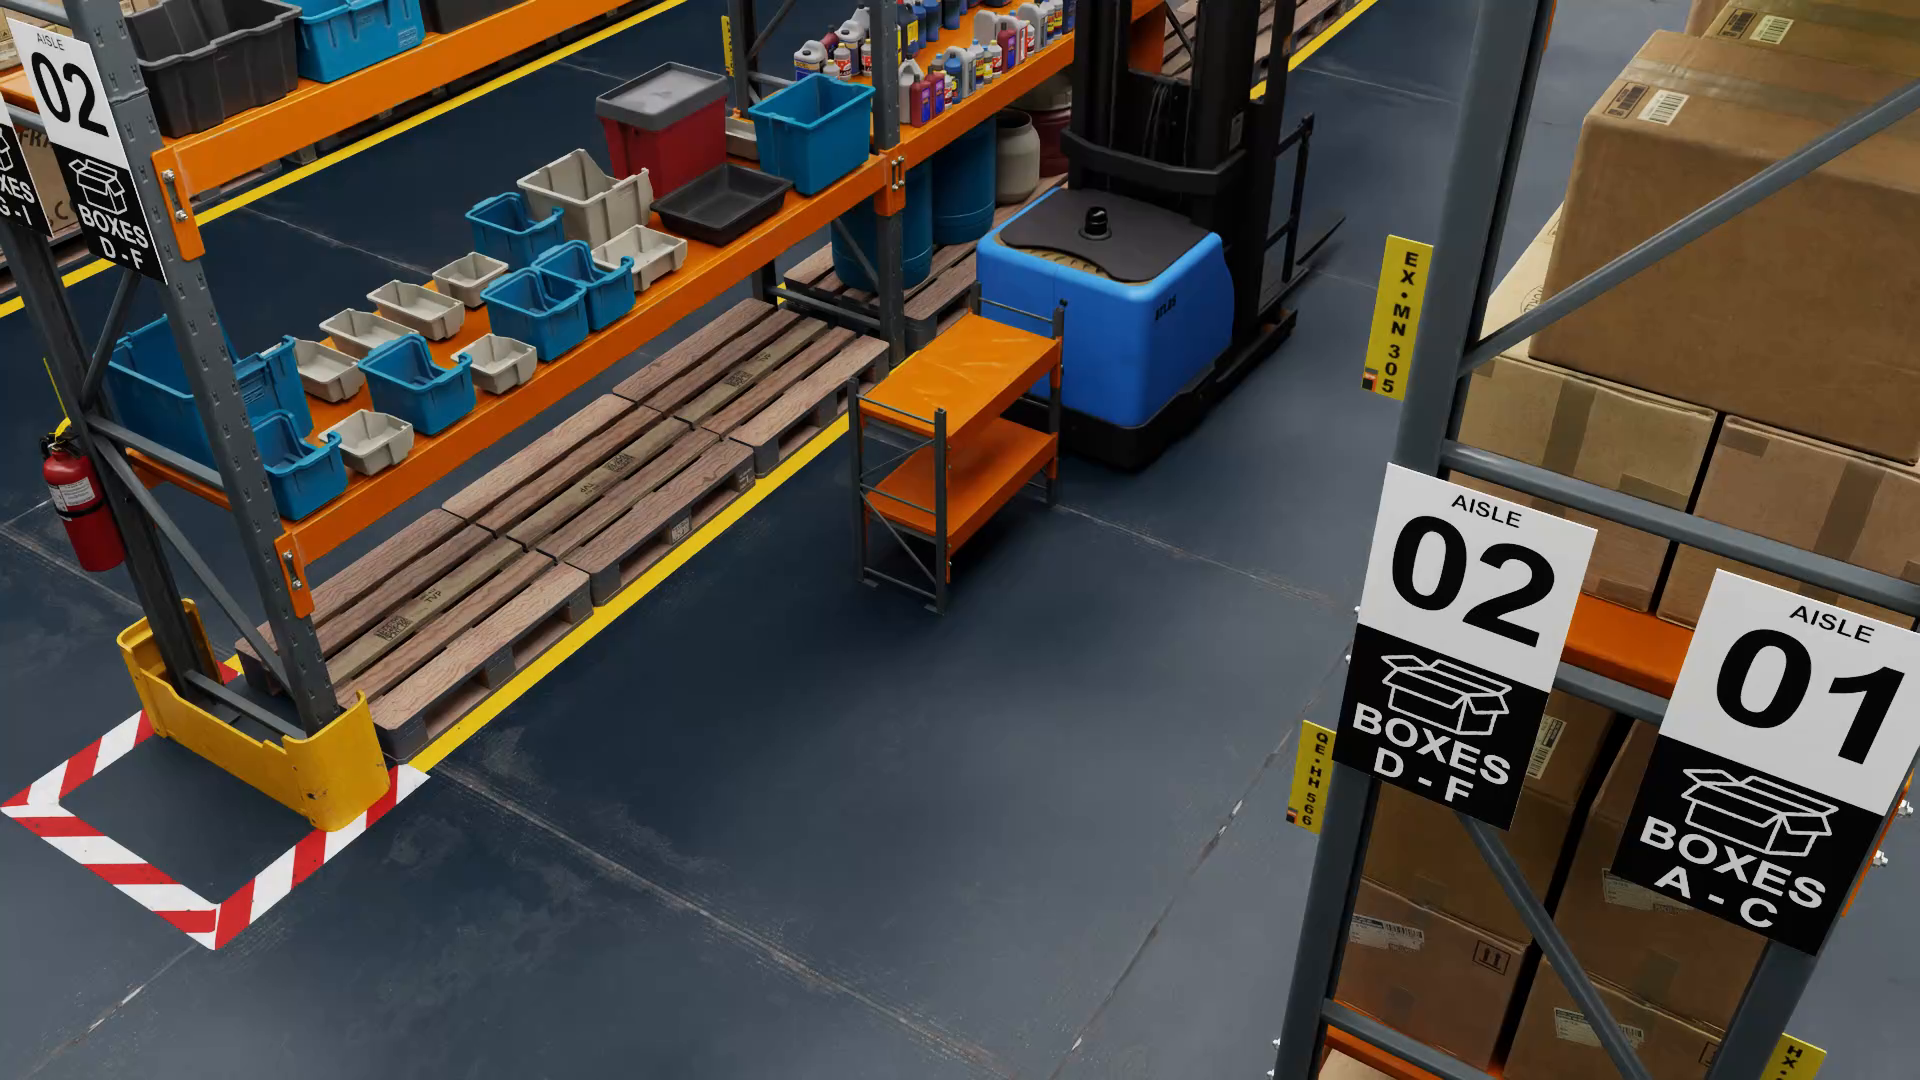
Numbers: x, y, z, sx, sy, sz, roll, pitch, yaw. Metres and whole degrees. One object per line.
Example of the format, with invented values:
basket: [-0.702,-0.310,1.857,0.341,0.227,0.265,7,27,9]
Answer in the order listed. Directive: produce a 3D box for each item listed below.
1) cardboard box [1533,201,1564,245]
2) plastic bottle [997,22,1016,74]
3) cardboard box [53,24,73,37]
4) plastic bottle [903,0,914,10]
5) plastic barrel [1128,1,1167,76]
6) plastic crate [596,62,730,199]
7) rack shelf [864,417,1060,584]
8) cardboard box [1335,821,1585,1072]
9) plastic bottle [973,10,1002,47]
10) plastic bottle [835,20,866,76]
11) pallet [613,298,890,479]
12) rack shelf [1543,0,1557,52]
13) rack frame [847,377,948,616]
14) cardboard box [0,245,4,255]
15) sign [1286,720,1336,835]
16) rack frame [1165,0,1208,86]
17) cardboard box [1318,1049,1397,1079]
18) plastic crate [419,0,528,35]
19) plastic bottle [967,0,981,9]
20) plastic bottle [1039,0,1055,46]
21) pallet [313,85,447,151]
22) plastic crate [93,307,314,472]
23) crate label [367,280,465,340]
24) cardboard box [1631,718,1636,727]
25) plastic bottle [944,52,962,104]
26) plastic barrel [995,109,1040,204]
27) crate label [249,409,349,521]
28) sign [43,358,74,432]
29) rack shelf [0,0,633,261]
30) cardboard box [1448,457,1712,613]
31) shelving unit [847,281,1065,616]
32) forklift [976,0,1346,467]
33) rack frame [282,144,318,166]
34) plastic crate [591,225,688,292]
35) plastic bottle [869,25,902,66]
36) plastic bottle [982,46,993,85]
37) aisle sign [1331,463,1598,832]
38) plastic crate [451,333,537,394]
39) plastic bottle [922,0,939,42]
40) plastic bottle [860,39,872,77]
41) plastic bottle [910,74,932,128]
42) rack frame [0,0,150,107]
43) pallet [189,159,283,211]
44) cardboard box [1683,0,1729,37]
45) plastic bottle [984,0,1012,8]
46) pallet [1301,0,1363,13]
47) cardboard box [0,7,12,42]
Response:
cardboard box: [1.599,-0.607,3.777,0.500,0.250,0.500,21,42,25]
plastic bottle: [0.267,-2.820,9.486,0.061,0.283,0.133,21,42,25]
cardboard box: [-5.386,-3.085,9.940,0.380,0.149,0.250,22,43,26]
plastic bottle: [-0.362,-3.067,9.813,0.152,0.276,0.135,21,42,25]
plastic barrel: [1.130,-3.470,11.668,0.600,0.830,0.708,21,42,25]
plastic crate: [-1.456,-2.030,8.264,0.402,0.464,0.583,21,42,25]
rack shelf: [-0.004,-0.248,7.991,0.538,0.278,1.000,21,42,25]
cardboard box: [1.282,0.966,4.398,0.500,0.500,0.500,23,43,26]
plastic bottle: [0.172,-2.951,9.662,0.152,0.276,0.135,21,42,25]
plastic bottle: [-0.632,-2.807,9.476,0.152,0.276,0.135,21,42,25]
pallet: [-1.127,-0.863,9.136,1.003,0.211,1.213,21,42,25]
rack shelf: [2.343,-1.795,3.740,1.077,0.370,4.000,21,42,25]
rack frame: [-0.276,-0.180,7.502,0.500,1.125,0.032,21,42,25]
cardboard box: [-6.328,-2.067,9.810,0.875,0.875,0.875,21,42,25]
sign: [0.814,0.550,3.812,0.100,0.325,0.005,21,42,25]
rack frame: [1.377,-4.421,11.468,1.000,3.000,0.127,21,42,25]
cardboard box: [1.355,1.780,5.110,0.500,0.500,0.500,21,42,25]
plastic crate: [-1.858,-2.158,6.126,0.504,0.338,0.767,21,42,25]
plastic bottle: [0.041,-3.488,10.298,0.144,0.351,0.185,21,42,25]
plastic bottle: [0.509,-3.070,9.820,0.097,0.271,0.097,0,38,0]
pallet: [-4.598,-3.297,12.294,1.003,0.211,1.213,21,42,25]
plastic crate: [-2.887,-0.568,6.392,0.616,0.435,0.499,21,42,25]
crate label: [-2.329,-0.992,7.186,0.396,0.136,0.243,21,42,25]
cardboard box: [2.006,0.475,4.215,0.500,0.500,0.500,22,43,26]
plastic bottle: [-0.039,-2.542,9.135,0.097,0.271,0.097,0,38,0]
plastic barrel: [0.297,-2.442,10.594,0.421,0.512,0.421,0,38,0]
crate label: [-2.499,-0.274,6.176,0.416,0.233,0.303,21,42,25]
sign: [-3.382,-0.533,6.290,0.100,0.325,0.005,21,42,25]
rack shelf: [-1.837,-2.231,6.759,1.077,0.370,4.000,21,42,25]
cardboard box: [1.324,-0.154,3.599,0.500,0.250,0.500,21,42,25]
shelving unit: [-0.004,-0.442,7.842,0.538,1.125,1.048,21,42,25]
forklift: [1.312,-2.398,8.899,1.130,2.935,3.031,23,43,26]
rack frame: [-4.948,-3.979,10.894,1.000,3.000,0.127,21,42,25]
plastic crate: [-1.445,-1.282,7.563,0.293,0.136,0.466,21,42,25]
plastic bottle: [-0.428,-2.873,9.500,0.144,0.351,0.185,21,42,25]
plastic bottle: [0.137,-2.684,9.377,0.097,0.201,0.097,0,38,0]
aisle sign: [0.976,0.231,3.304,0.394,0.787,0.004,21,42,25]
plastic crate: [-1.893,-0.724,6.838,0.250,0.136,0.298,21,42,25]
plastic bottle: [-0.174,-3.103,9.864,0.097,0.271,0.097,0,38,0]
plastic bottle: [-0.517,-2.746,9.458,0.097,0.201,0.097,0,38,0]
plastic bottle: [-0.209,-2.362,8.892,0.061,0.283,0.133,21,42,25]
rack frame: [-2.909,-2.673,4.286,1.000,3.000,0.127,21,42,25]
pallet: [-5.421,-2.508,11.270,1.003,0.211,1.213,21,42,25]
cardboard box: [2.050,-1.091,3.791,0.700,0.500,0.500,21,42,25]
plastic bottle: [0.241,-3.508,10.323,0.144,0.351,0.185,21,42,25]
pallet: [3.132,-4.961,14.452,1.003,0.211,1.213,21,42,25]
cardboard box: [-5.786,-2.933,9.417,0.500,0.250,0.500,20,42,24]
